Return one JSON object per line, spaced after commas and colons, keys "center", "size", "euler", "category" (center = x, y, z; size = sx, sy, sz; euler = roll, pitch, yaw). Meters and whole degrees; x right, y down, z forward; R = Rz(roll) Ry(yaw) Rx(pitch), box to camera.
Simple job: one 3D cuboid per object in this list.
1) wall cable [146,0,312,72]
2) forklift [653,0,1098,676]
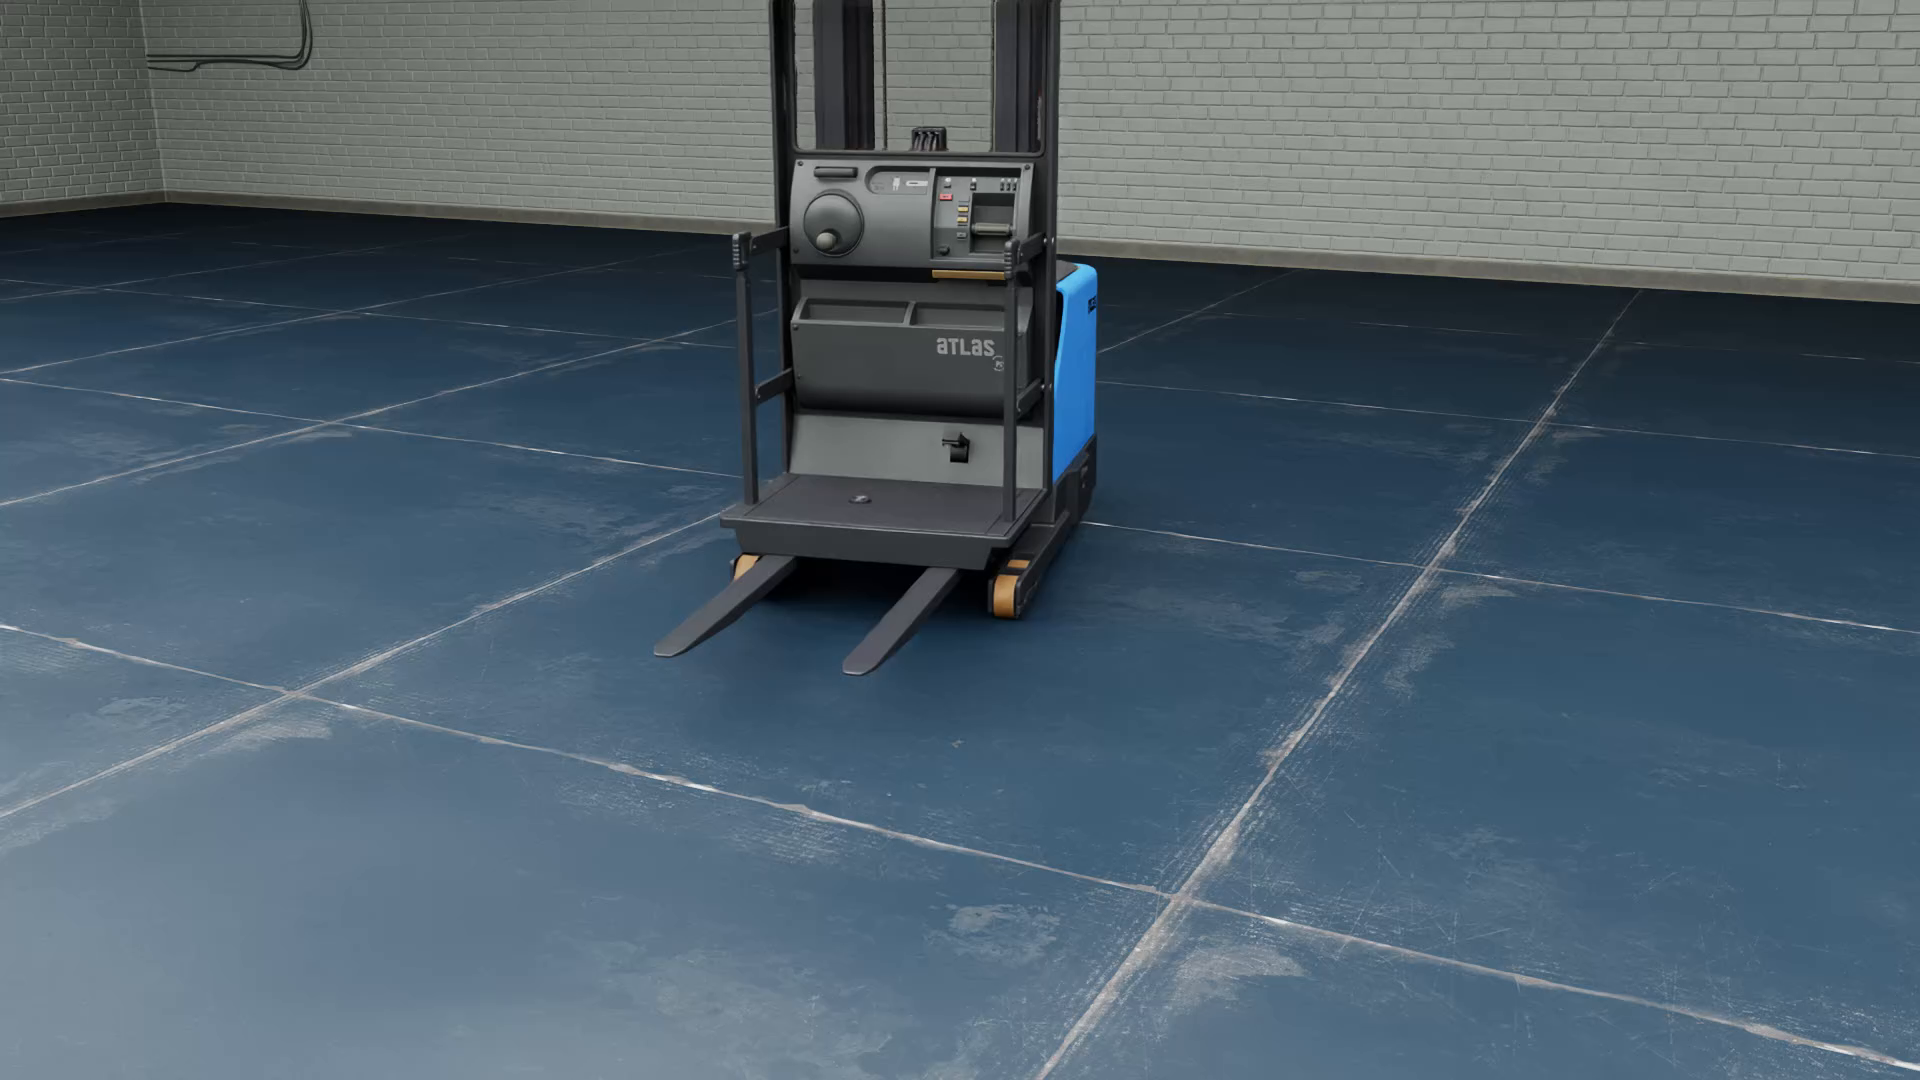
{"center": [-9.333, -7.154, 20.759], "size": [3.097, 2.526, 0.112], "euler": [8, 18, 25], "category": "wall cable"}
{"center": [-0.236, -1.236, 6.038], "size": [1.130, 2.935, 3.031], "euler": [4, 17, 14], "category": "forklift"}
